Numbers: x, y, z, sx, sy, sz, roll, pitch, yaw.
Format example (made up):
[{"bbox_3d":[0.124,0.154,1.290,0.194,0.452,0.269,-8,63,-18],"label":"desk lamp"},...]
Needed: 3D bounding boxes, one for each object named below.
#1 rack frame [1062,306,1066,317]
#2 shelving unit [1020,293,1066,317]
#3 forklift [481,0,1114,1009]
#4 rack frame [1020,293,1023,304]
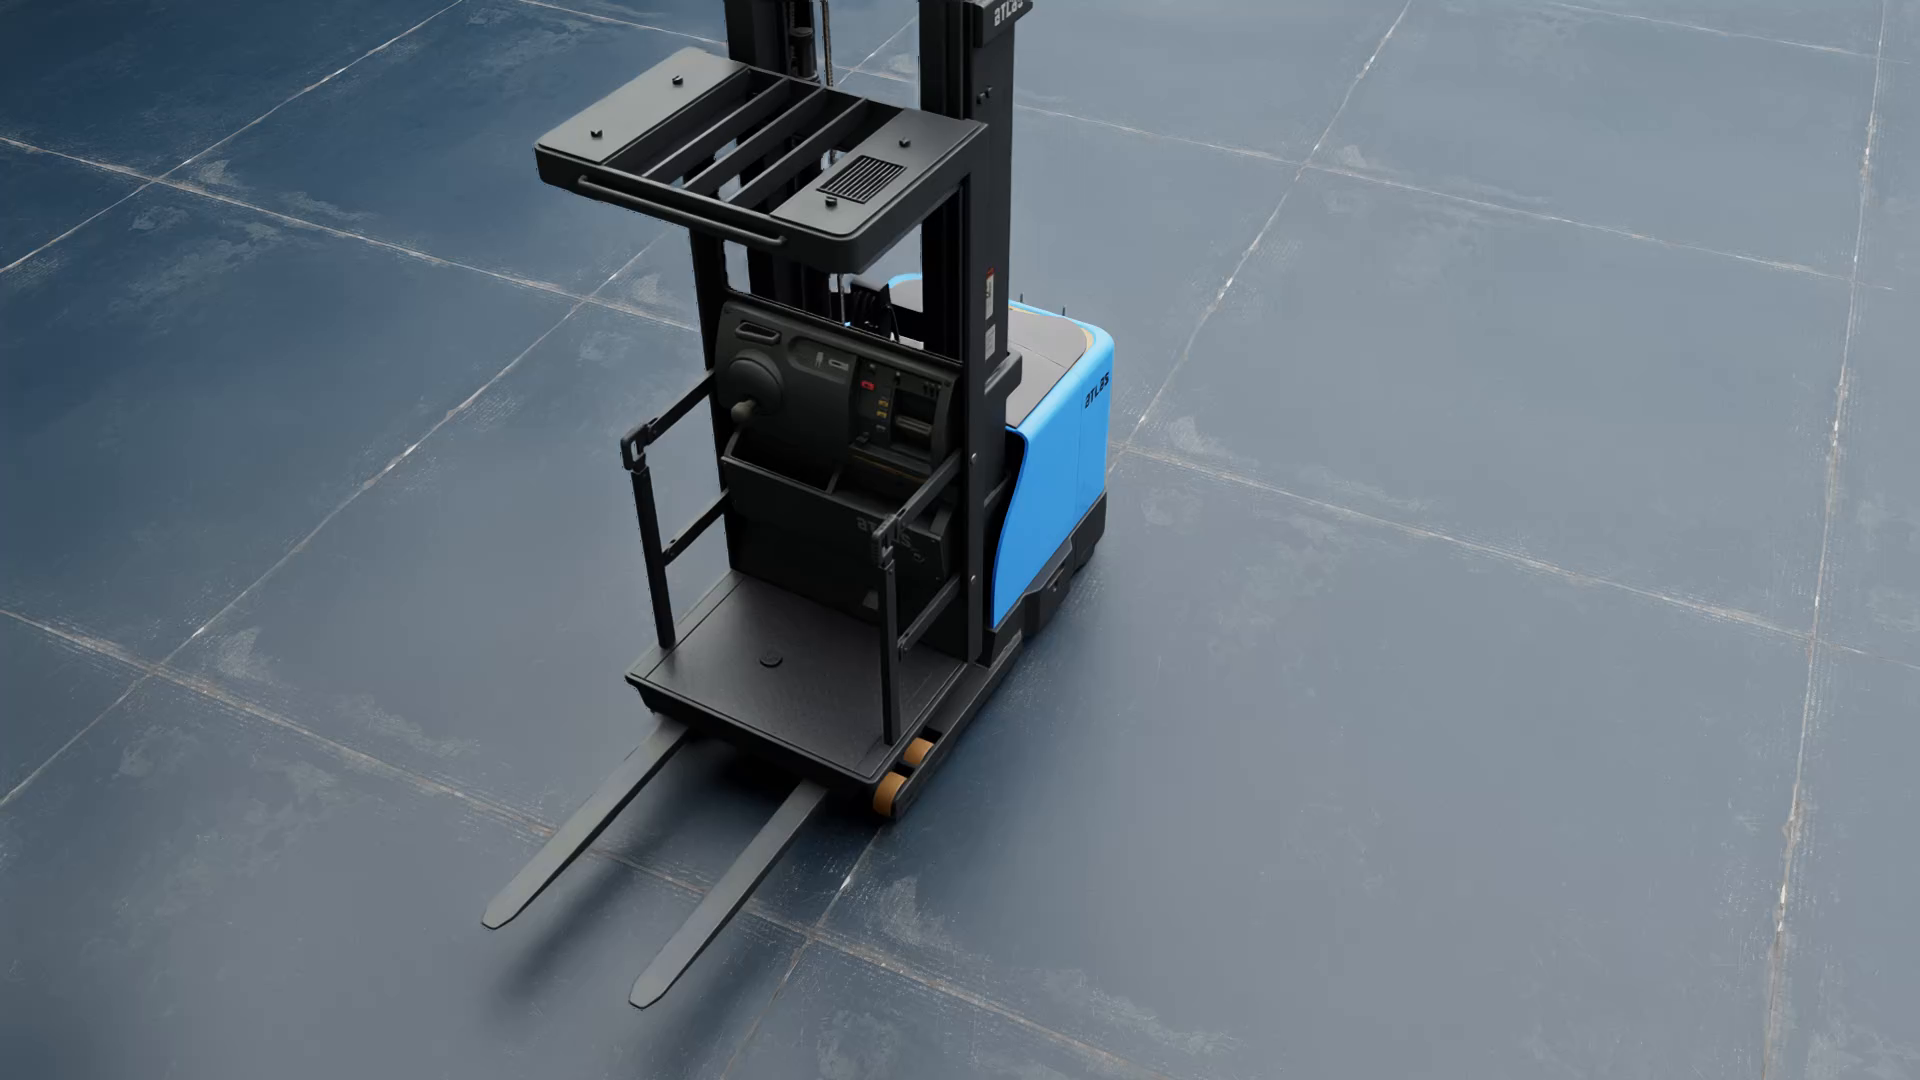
[{"bbox_3d":[0.385,-0.580,7.232,0.006,0.900,0.240,20,45,22],"label":"rack frame"},{"bbox_3d":[0.296,-0.613,7.270,0.210,0.900,0.258,20,45,22],"label":"shelving unit"},{"bbox_3d":[-0.539,-0.438,5.517,1.130,2.935,3.031,20,45,22],"label":"forklift"},{"bbox_3d":[0.208,-0.646,7.307,0.006,0.900,0.240,20,45,22],"label":"rack frame"}]
